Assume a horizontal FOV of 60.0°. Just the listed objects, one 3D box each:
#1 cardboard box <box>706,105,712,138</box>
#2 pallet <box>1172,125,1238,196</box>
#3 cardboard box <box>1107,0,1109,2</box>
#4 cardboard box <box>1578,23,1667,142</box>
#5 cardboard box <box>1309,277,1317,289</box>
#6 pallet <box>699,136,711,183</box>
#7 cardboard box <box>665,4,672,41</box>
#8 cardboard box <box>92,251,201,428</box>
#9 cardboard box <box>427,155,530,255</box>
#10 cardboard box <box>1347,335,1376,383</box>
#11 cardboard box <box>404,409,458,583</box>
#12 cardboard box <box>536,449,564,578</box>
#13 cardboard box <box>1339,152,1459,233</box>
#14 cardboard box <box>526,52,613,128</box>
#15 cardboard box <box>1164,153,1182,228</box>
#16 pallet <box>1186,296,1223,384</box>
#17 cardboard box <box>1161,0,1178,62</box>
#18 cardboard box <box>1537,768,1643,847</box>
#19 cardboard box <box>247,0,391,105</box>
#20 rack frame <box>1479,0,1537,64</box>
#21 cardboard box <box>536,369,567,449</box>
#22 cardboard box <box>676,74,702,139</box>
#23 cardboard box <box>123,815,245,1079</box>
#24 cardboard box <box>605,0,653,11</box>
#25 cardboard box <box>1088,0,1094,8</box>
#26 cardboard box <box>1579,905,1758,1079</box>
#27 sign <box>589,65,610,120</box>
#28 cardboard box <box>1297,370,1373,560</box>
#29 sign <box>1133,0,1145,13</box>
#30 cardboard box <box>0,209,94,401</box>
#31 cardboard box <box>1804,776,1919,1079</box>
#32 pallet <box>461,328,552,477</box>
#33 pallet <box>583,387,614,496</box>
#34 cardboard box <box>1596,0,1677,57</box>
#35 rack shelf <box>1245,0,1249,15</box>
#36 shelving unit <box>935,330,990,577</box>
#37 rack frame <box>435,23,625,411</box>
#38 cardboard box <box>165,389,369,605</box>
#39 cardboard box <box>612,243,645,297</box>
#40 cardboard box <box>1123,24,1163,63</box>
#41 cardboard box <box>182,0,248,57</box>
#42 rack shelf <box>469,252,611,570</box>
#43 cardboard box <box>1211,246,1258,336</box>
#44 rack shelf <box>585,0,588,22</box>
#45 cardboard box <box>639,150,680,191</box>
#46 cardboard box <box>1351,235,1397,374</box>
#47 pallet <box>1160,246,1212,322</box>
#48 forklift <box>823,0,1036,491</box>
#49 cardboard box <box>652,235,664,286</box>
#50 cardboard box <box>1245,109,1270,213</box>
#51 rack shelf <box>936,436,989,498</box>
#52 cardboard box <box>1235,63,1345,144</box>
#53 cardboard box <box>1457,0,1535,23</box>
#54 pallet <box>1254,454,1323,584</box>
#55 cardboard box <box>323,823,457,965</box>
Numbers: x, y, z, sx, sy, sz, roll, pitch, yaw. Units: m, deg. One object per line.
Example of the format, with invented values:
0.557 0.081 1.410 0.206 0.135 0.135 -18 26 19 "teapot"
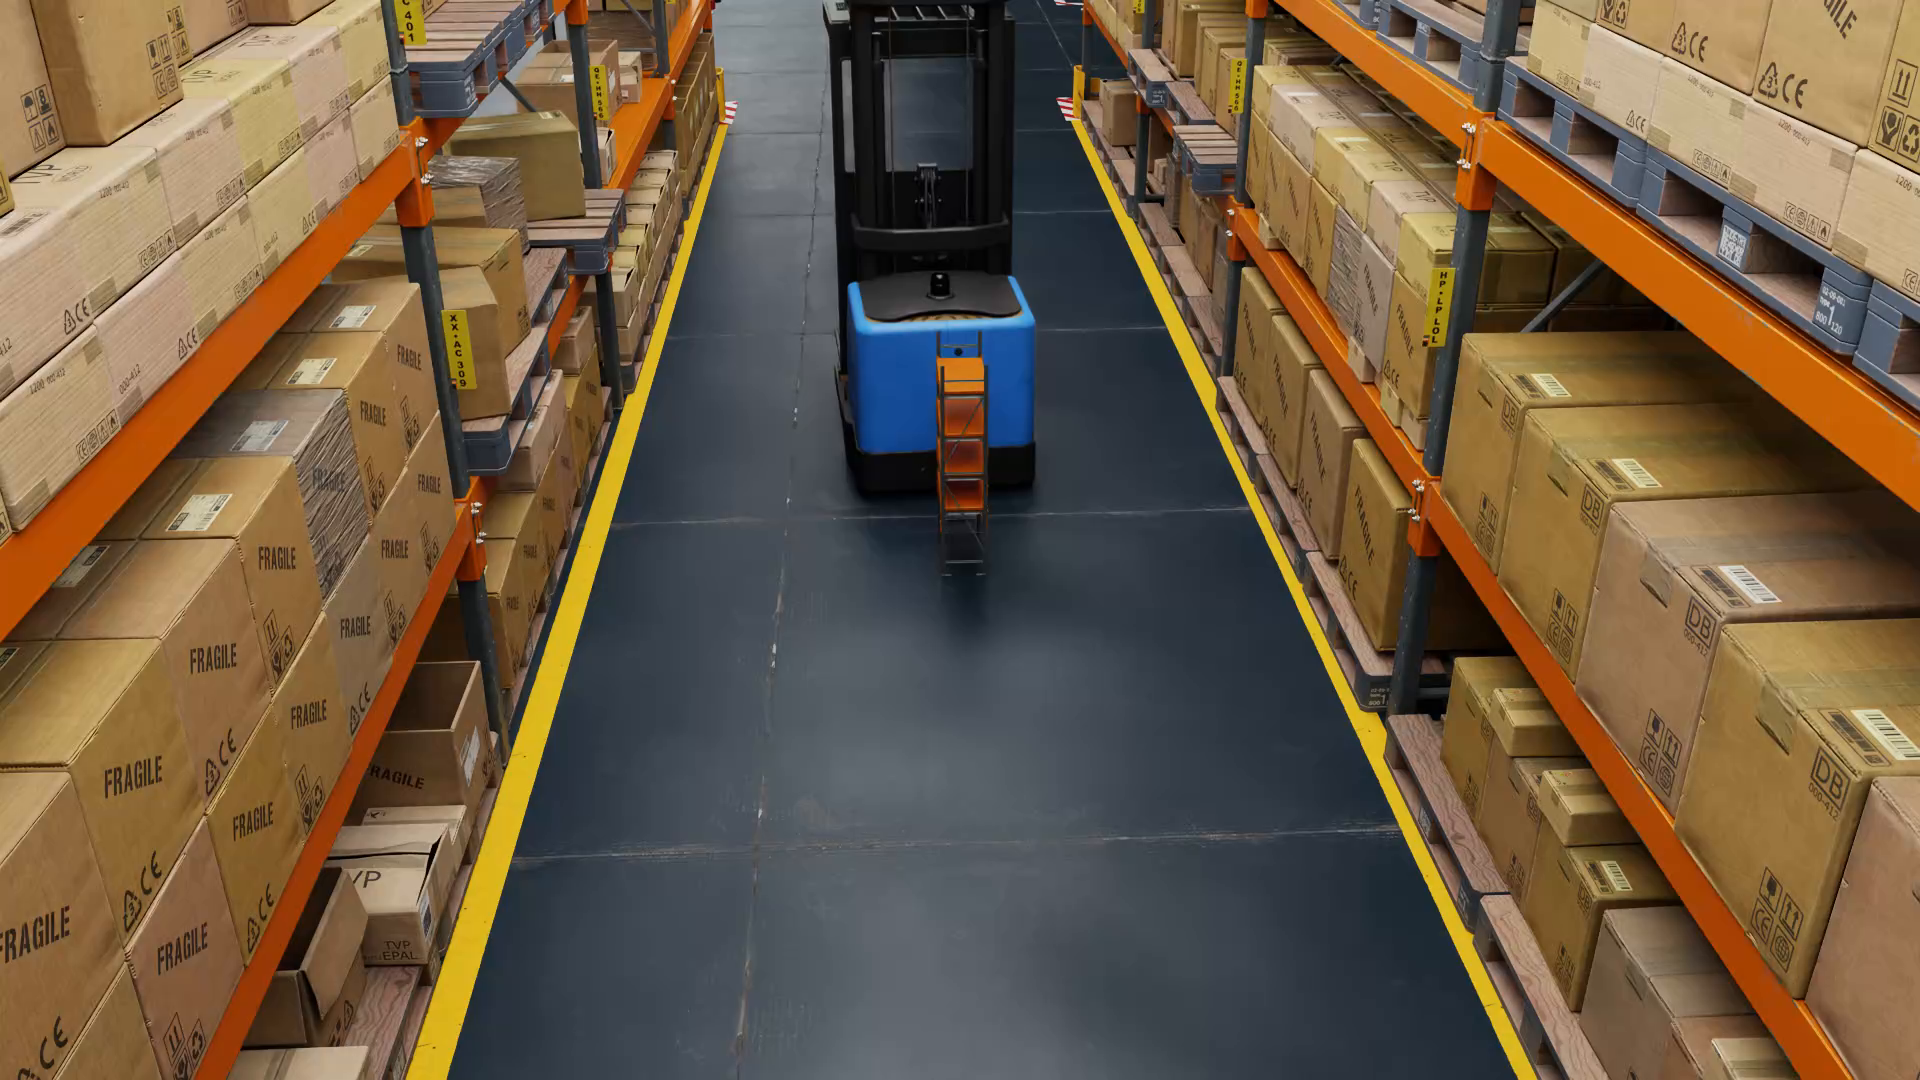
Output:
-2.738 -4.148 16.478 0.500 0.250 0.500 -1 28 -3 "cardboard box"
2.094 -2.551 11.104 1.213 0.211 1.003 -1 28 -3 "pallet"
1.620 -5.346 15.585 0.500 0.500 0.500 -1 28 -1 "cardboard box"
2.232 -1.395 5.037 0.500 0.250 0.500 -2 28 -4 "cardboard box"
2.119 -1.456 9.047 0.380 0.149 0.250 -1 28 -2 "cardboard box"
-2.984 -3.732 16.177 1.003 0.211 1.213 -1 28 -3 "pallet"
-3.004 -4.760 15.024 0.700 0.500 0.500 -1 28 -2 "cardboard box"
-2.105 -0.462 3.812 0.500 0.250 0.500 -1 28 -3 "cardboard box"
-2.706 -1.703 8.710 0.700 0.500 0.500 4 28 7 "cardboard box"
2.068 -0.866 7.917 0.380 0.149 0.250 -1 28 -3 "cardboard box"
-2.218 -0.160 6.206 0.500 0.500 0.500 -1 28 -2 "cardboard box"
-2.340 -0.134 8.490 0.500 0.500 0.500 -1 28 -2 "cardboard box"
2.123 -1.661 7.929 0.500 0.250 0.500 -1 28 -2 "cardboard box"
-2.840 -3.250 12.129 0.500 0.500 0.500 -1 28 -3 "cardboard box"
2.084 -2.904 13.801 0.700 0.500 0.500 0 28 -1 "cardboard box"
2.198 -1.434 11.771 1.003 0.211 1.213 -1 28 -3 "pallet"
2.021 -4.160 13.399 0.700 0.500 0.500 -1 28 -2 "cardboard box"
2.246 0.924 5.782 0.380 0.149 0.250 -2 28 -4 "cardboard box"
-2.204 -1.608 5.467 0.500 0.250 0.500 -1 28 -3 "cardboard box"
2.447 -3.122 5.505 1.000 3.000 0.127 -1 28 -3 "rack frame"
-2.361 -0.683 8.732 0.500 0.250 0.500 -2 28 -4 "cardboard box"
-2.682 -4.018 15.419 0.500 0.500 0.500 -1 28 -3 "cardboard box"
-2.083 1.013 3.956 0.500 0.500 0.500 -2 28 -3 "cardboard box"
-2.738 -4.496 13.817 0.380 0.149 0.250 -1 28 -3 "cardboard box"
1.570 -5.474 16.642 0.500 0.250 0.500 -2 28 -4 "cardboard box"
2.466 1.523 5.335 0.700 0.500 0.500 -2 28 -4 "cardboard box"
-2.168 -2.684 9.985 0.100 0.325 0.005 -1 28 -3 "sign"
2.233 -0.403 8.649 0.750 0.750 0.750 -1 28 -1 "cardboard box"
1.487 -4.524 13.744 0.100 0.325 0.005 -1 28 -3 "sign"
-2.077 -0.453 3.253 0.500 0.250 0.500 -1 28 -3 "cardboard box"
2.619 1.017 3.732 0.980 0.700 0.700 0 28 0 "cardboard box"
-2.433 -0.627 7.417 1.003 0.211 1.213 -1 28 -3 "pallet"
-2.708 -0.606 10.183 1.003 0.211 1.213 -1 28 -3 "pallet"
2.237 -1.715 4.841 0.500 0.500 0.500 -2 28 -4 "cardboard box"
2.133 -4.244 11.678 1.077 0.370 4.000 -1 28 -3 "rack shelf"
0.009 -0.456 8.826 0.258 1.200 0.503 -1 28 -3 "shelving unit"
-2.709 -2.188 10.201 1.000 3.000 0.127 -1 28 -3 "rack frame"
-2.160 -0.132 5.070 0.500 0.500 0.500 -1 28 -2 "cardboard box"
-2.479 -1.895 11.553 0.500 0.311 0.500 -2 28 -4 "cardboard box"
1.701 -4.310 14.411 0.500 0.250 0.500 -1 28 -3 "cardboard box"
-2.552 -1.700 4.834 0.700 0.500 0.500 -1 28 -3 "cardboard box"
-2.605 -0.945 8.597 1.077 0.370 4.000 -1 28 -3 "rack shelf"
2.148 -1.727 11.545 0.700 0.500 0.500 -1 28 -2 "cardboard box"
-2.813 -4.123 11.445 1.077 0.370 4.000 -1 28 -3 "rack shelf"
-2.610 -3.071 13.807 0.500 0.311 0.500 -1 28 -3 "cardboard box"
2.134 -1.090 7.644 0.500 0.500 0.500 -1 28 -2 "cardboard box"
2.138 -1.996 12.849 1.003 0.211 1.213 -1 28 -3 "pallet"
-0.251 -2.236 10.368 1.130 2.935 3.031 -3 28 -6 "forklift"
-2.530 -2.113 12.577 0.500 0.250 0.500 -1 28 -2 "cardboard box"
2.008 -2.264 9.896 0.500 0.500 0.500 -1 28 -1 "cardboard box"
0.009 -0.396 8.857 0.258 0.148 0.480 -1 28 -3 "rack shelf"
2.203 -2.766 10.725 0.700 0.500 0.500 -5 28 -9 "cardboard box"
2.510 -2.440 6.858 0.700 0.500 0.500 -3 28 -5 "cardboard box"
2.264 -0.145 9.300 1.003 0.211 1.213 -1 28 -3 "pallet"
-2.148 1.259 6.024 0.500 0.311 0.500 -1 28 -3 "cardboard box"
